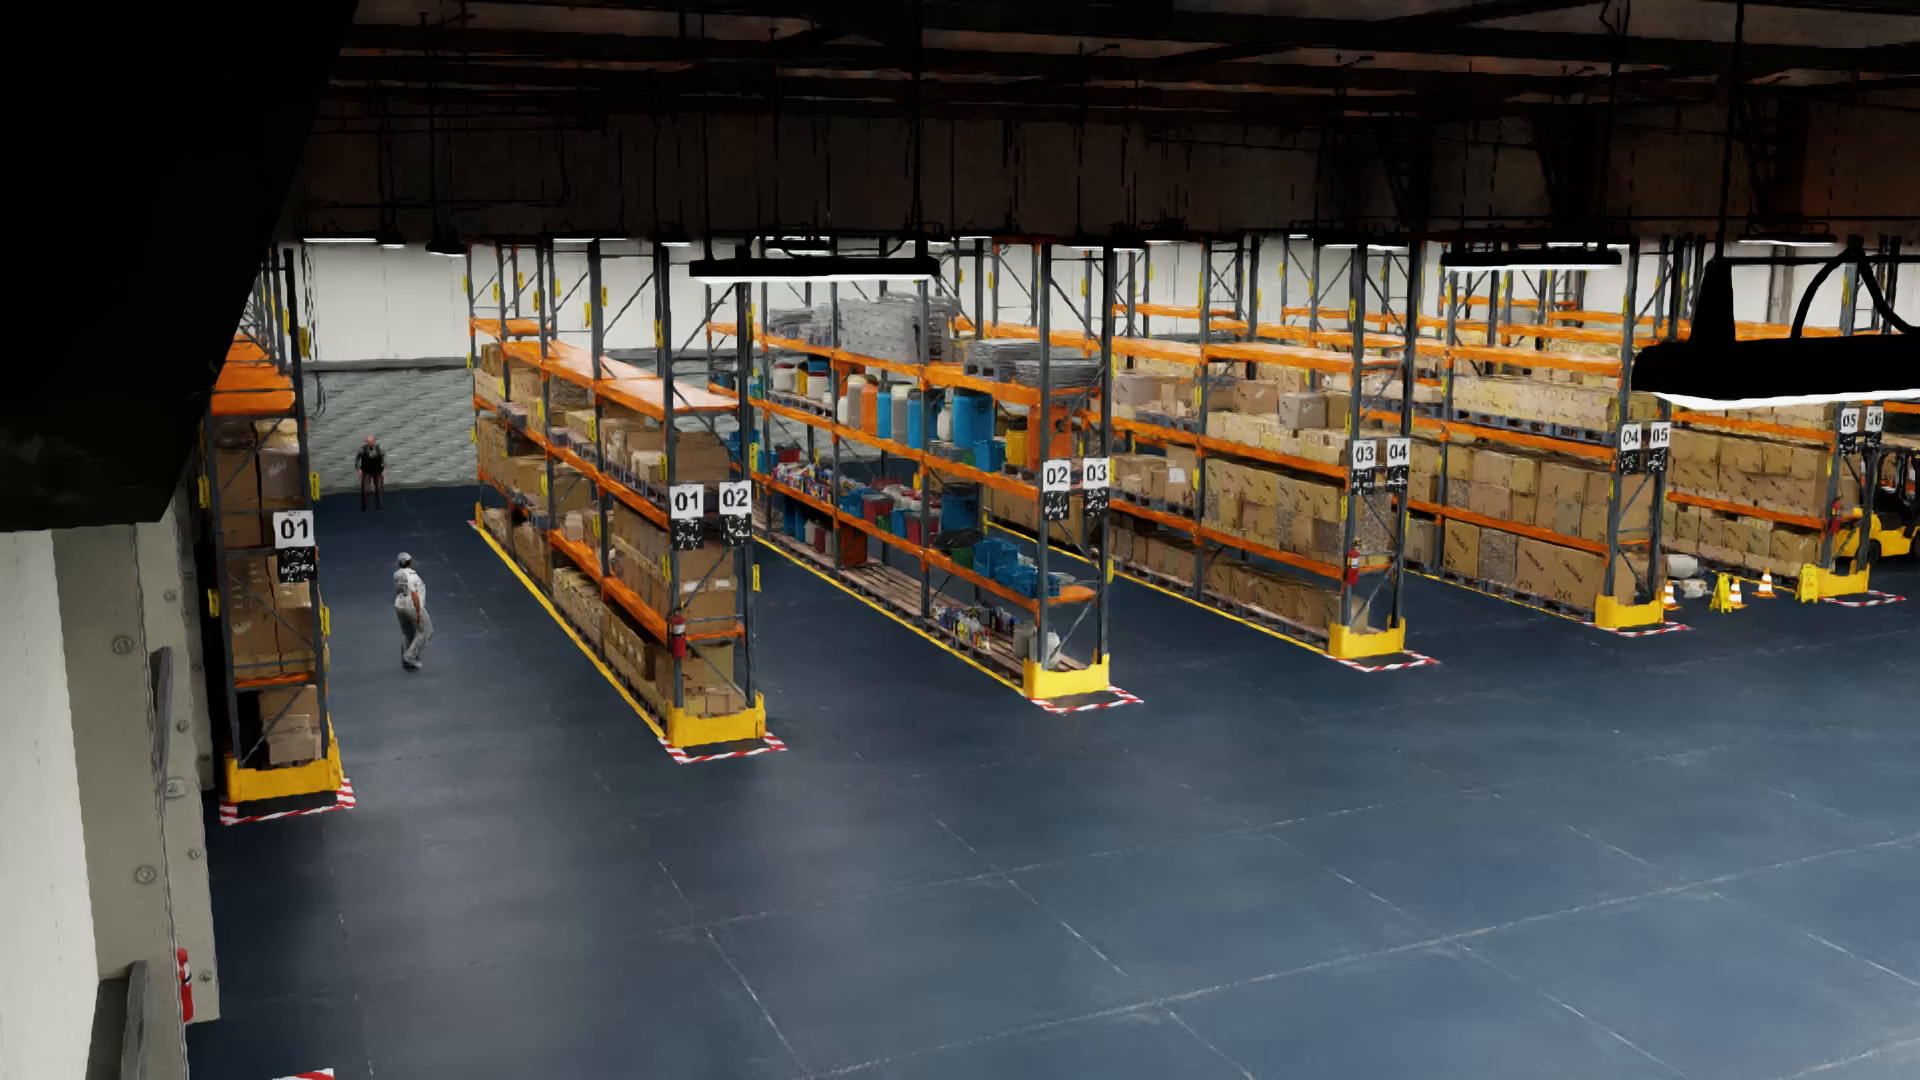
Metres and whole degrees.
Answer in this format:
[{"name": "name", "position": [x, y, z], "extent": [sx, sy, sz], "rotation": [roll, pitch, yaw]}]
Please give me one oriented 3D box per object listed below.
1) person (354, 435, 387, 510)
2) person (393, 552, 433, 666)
[{"name": "person", "position": [-12.881, -1.479, 36.404], "extent": [0.677, 1.671, 0.534], "rotation": [-5, 12, -25]}, {"name": "person", "position": [-7.816, 0.997, 23.637], "extent": [0.538, 1.659, 0.441], "rotation": [9, 14, 38]}]
